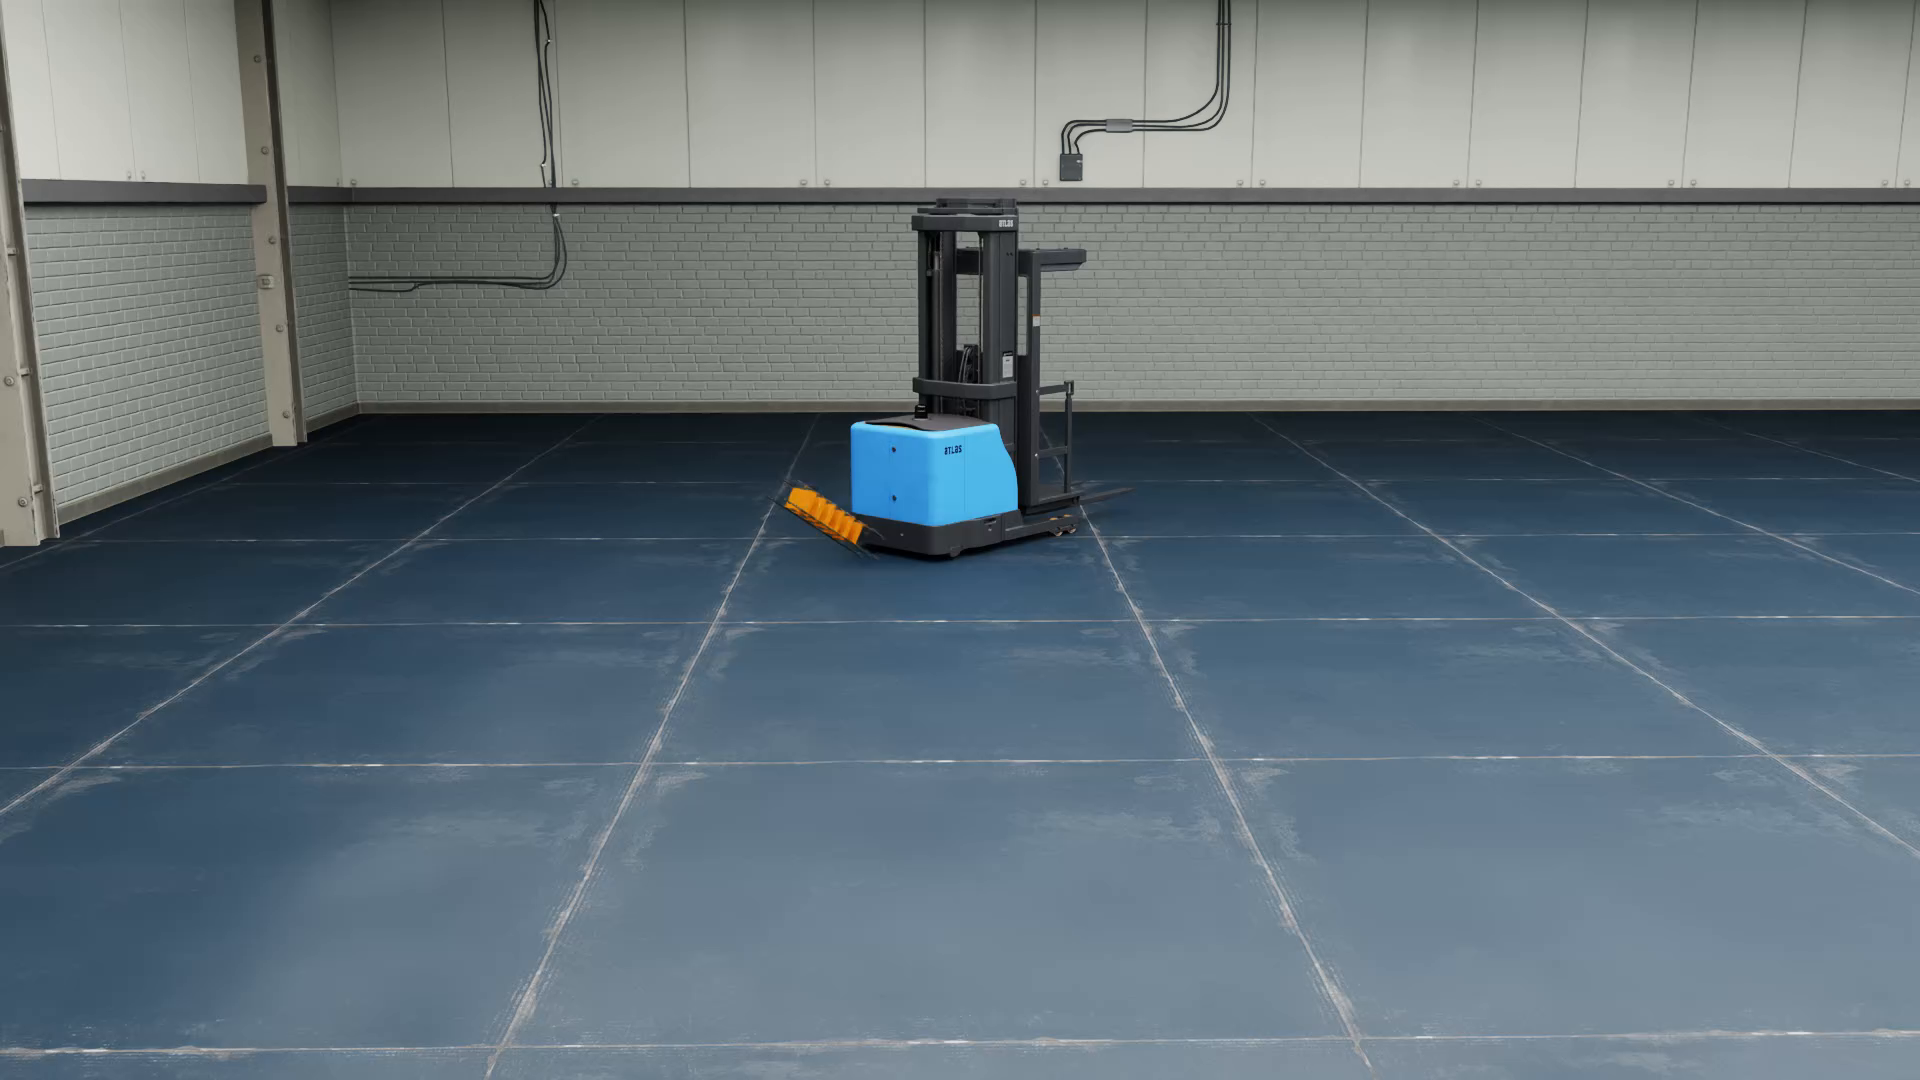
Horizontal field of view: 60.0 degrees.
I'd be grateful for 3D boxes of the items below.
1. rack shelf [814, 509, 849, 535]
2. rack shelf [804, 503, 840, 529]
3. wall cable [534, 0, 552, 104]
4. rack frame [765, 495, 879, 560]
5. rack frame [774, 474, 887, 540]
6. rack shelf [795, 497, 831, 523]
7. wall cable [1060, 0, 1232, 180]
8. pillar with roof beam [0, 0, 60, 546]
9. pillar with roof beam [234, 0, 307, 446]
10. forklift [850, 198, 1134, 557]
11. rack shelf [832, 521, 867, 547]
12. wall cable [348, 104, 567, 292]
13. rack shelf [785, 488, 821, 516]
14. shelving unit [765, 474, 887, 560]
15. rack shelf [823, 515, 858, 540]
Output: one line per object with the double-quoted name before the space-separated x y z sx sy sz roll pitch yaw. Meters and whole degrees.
"rack shelf" -1.040 -0.158 13.415 0.258 0.180 0.103 10 -17 41
"rack shelf" -1.108 -0.206 13.329 0.258 0.180 0.103 10 -17 41
"wall cable" -4.263 -7.148 22.266 3.097 2.526 0.112 0 11 -1
"rack frame" -1.098 -0.093 13.363 0.240 0.006 1.200 10 -17 41
"rack frame" -1.032 -0.259 13.404 0.240 0.006 1.200 10 -17 41
"rack shelf" -1.176 -0.255 13.243 0.258 0.180 0.103 10 -17 41
"wall cable" 2.524 -7.886 22.243 2.305 6.003 0.169 0 11 -1
"pillar with roof beam" -3.801 -4.417 13.699 9.100 9.000 0.400 0 11 -1
"pillar with roof beam" -3.925 -5.610 19.578 9.100 9.000 0.400 0 11 -1
"forklift" 0.413 -1.529 14.724 1.130 2.935 3.031 10 15 41
"rack shelf" -0.904 -0.062 13.588 0.258 0.180 0.103 10 -17 41
"wall cable" -6.967 -4.662 22.713 3.097 2.526 0.112 0 11 -1
"rack shelf" -1.244 -0.303 13.156 0.258 0.180 0.103 10 -17 41
"shelving unit" -1.065 -0.176 13.384 0.258 0.189 1.200 10 -17 41
"rack shelf" -0.972 -0.110 13.502 0.258 0.180 0.103 10 -17 41
